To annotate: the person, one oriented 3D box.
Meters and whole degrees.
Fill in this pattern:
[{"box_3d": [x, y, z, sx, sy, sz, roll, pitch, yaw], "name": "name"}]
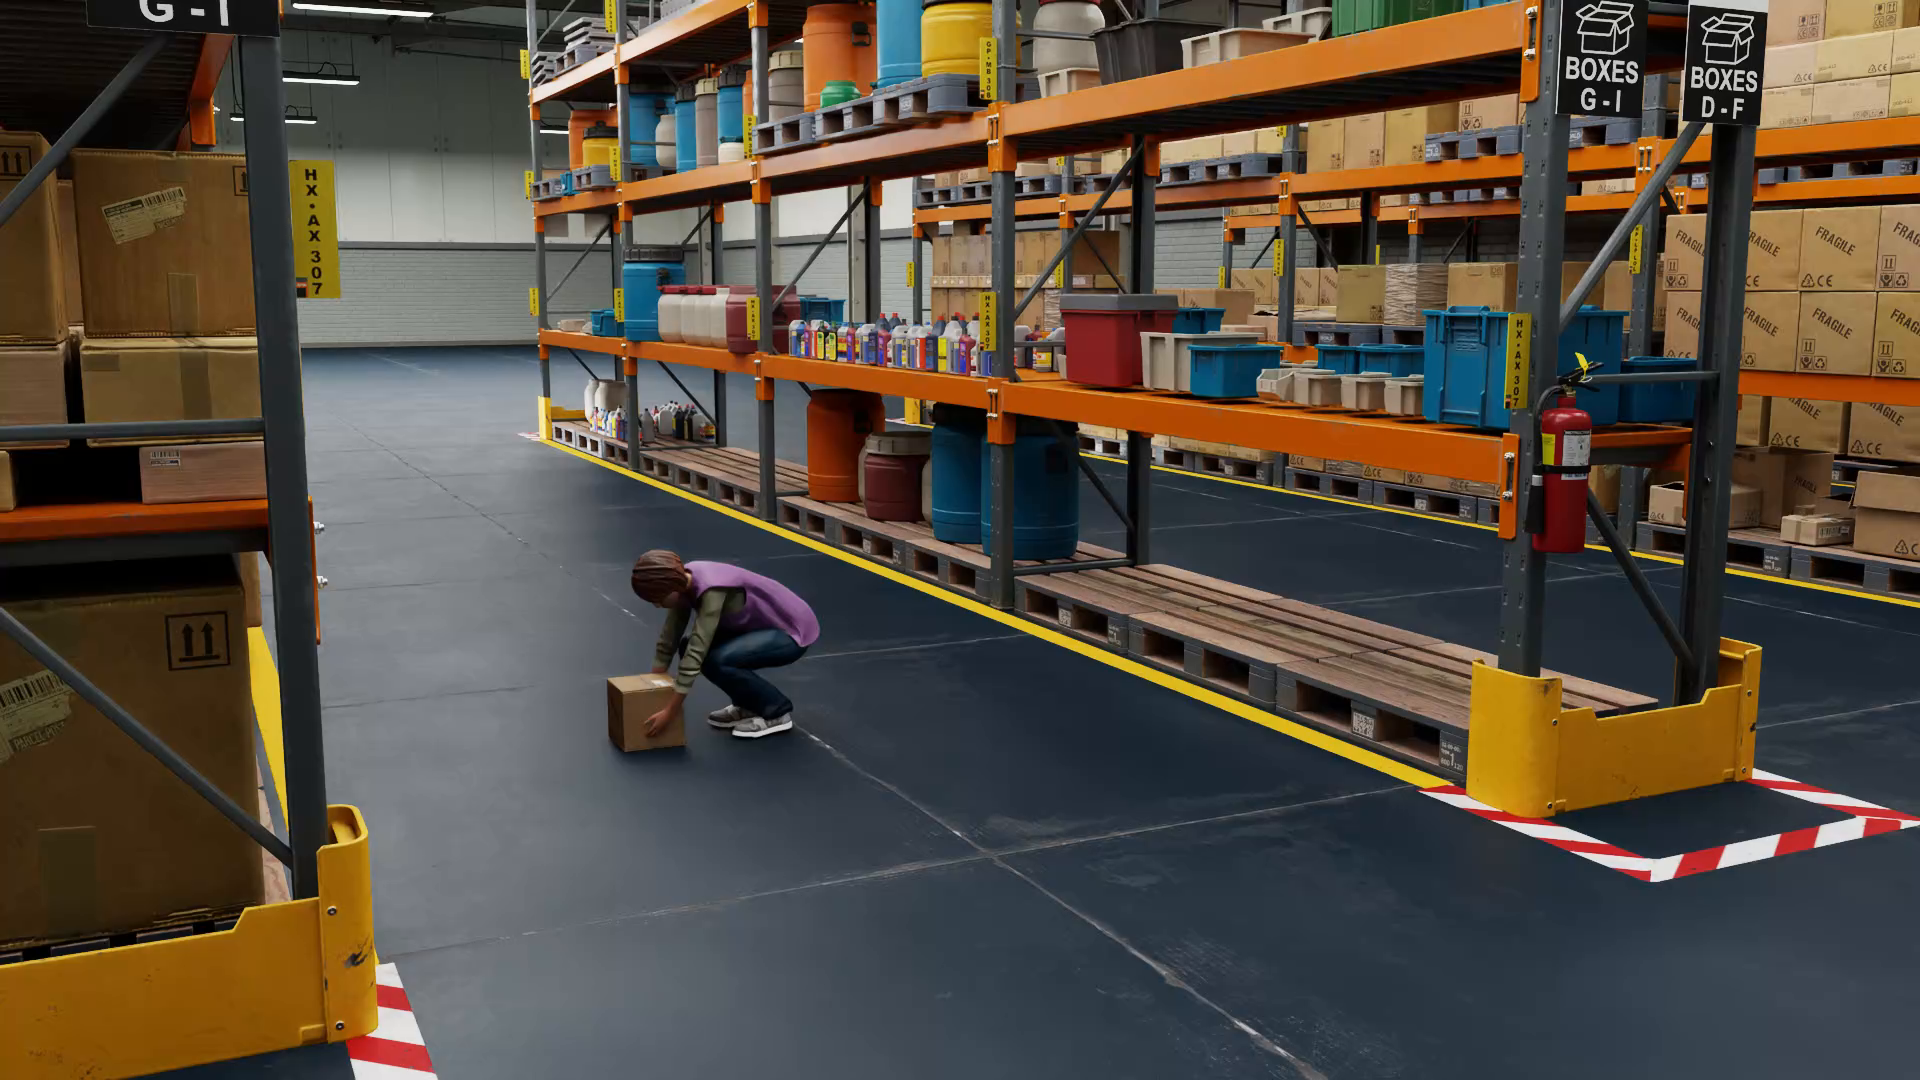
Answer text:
[{"box_3d": [-0.964, 0.411, 6.861, 0.802, 0.796, 0.431, -4, 10, -26], "name": "person"}]
